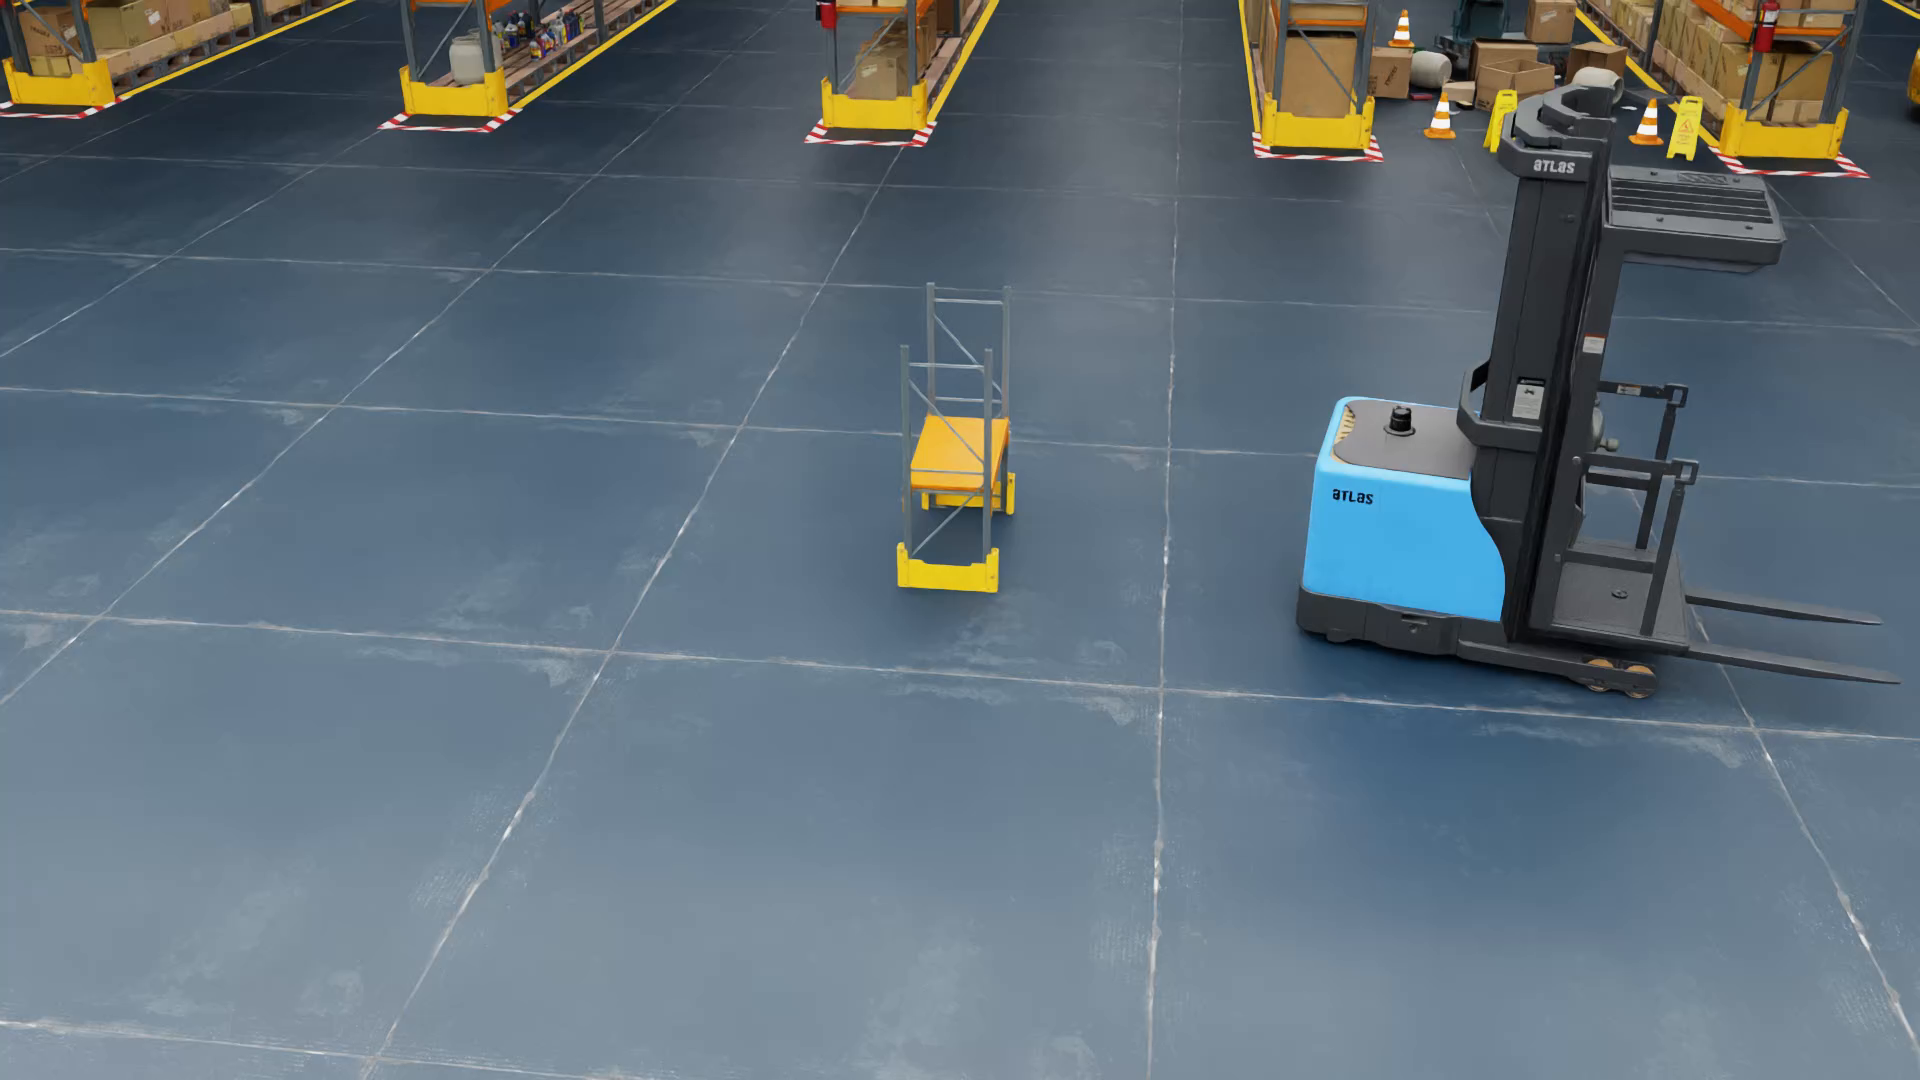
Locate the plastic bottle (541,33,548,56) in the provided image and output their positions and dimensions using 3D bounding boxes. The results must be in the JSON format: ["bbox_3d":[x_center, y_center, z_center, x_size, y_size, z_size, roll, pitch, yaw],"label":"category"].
[{"bbox_3d":[-5.326,-6.332,21.254,0.097,0.271,0.097,0,28,0],"label":"plastic bottle"}]

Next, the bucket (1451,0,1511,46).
[{"bbox_3d":[6.688,-6.632,21.247,0.726,0.611,0.620,14,21,24],"label":"bucket"}]

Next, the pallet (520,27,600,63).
[{"bbox_3d":[-5.533,-6.685,22.435,1.003,0.211,1.213,3,28,6],"label":"pallet"}]

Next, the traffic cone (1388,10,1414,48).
[{"bbox_3d":[6.079,-7.029,22.809,0.336,0.463,0.334,3,28,6],"label":"traffic cone"}]

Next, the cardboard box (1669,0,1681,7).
[{"bbox_3d":[8.926,-6.635,20.385,0.380,0.149,0.250,4,29,7],"label":"cardboard box"}]

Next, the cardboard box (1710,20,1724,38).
[{"bbox_3d":[8.703,-5.756,18.754,0.380,0.149,0.250,4,29,7],"label":"cardboard box"}]

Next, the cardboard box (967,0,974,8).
[{"bbox_3d":[-0.184,-8.068,24.236,0.700,0.500,0.500,6,29,10],"label":"cardboard box"}]

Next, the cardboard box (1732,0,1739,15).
[{"bbox_3d":[8.658,-5.802,18.122,0.380,0.149,0.250,3,28,5],"label":"cardboard box"}]

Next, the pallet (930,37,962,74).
[{"bbox_3d":[-0.541,-6.392,21.893,1.003,0.211,1.213,3,28,6],"label":"pallet"}]

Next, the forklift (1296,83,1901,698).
[{"bbox_3d":[3.445,-0.747,8.546,3.031,2.935,1.130,9,30,16],"label":"forklift"}]

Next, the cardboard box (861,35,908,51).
[{"bbox_3d":[-0.852,-5.716,19.890,0.500,0.500,0.500,11,30,19],"label":"cardboard box"}]

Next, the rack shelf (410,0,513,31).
[{"bbox_3d":[-5.655,-6.968,20.779,1.077,0.370,4.000,3,28,6],"label":"rack shelf"}]

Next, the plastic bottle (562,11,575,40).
[{"bbox_3d":[-5.226,-6.843,22.119,0.144,0.351,0.185,2,28,4],"label":"plastic bottle"}]

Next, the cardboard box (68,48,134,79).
[{"bbox_3d":[-10.529,-5.846,20.396,0.500,0.250,0.500,3,28,6],"label":"cardboard box"}]

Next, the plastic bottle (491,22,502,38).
[{"bbox_3d":[-6.018,-6.521,21.521,0.144,0.351,0.185,5,29,8],"label":"plastic bottle"}]

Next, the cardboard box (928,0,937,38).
[{"bbox_3d":[-0.583,-6.836,21.970,0.500,0.500,0.500,3,28,5],"label":"cardboard box"}]

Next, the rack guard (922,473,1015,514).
[{"bbox_3d":[0.052,-0.309,10.559,0.587,0.250,0.087,3,28,6],"label":"rack guard"}]

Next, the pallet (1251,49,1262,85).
[{"bbox_3d":[4.246,-6.021,21.204,1.003,0.211,1.213,3,28,6],"label":"pallet"}]

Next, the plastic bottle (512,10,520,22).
[{"bbox_3d":[-5.920,-6.898,22.220,0.144,0.351,0.185,4,29,8],"label":"plastic bottle"}]

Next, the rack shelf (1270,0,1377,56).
[{"bbox_3d":[4.171,-6.344,19.622,1.077,0.370,4.000,3,28,6],"label":"rack shelf"}]

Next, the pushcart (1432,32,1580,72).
[{"bbox_3d":[7.073,-6.317,21.577,1.648,0.377,0.936,-6,29,-11],"label":"pushcart"}]

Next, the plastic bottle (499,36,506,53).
[{"bbox_3d":[-5.909,-6.379,21.414,0.097,0.201,0.097,0,28,0],"label":"plastic bottle"}]

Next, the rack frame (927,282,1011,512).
[{"bbox_3d":[0.052,-0.859,10.264,0.500,1.500,0.032,3,28,6],"label":"rack frame"}]

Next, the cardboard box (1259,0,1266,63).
[{"bbox_3d":[4.270,-6.560,21.061,0.875,0.875,0.875,4,29,7],"label":"cardboard box"}]

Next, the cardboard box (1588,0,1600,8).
[{"bbox_3d":[9.752,-8.008,24.279,0.950,0.372,0.625,1,28,3],"label":"cardboard box"}]

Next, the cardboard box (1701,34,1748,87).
[{"bbox_3d":[8.751,-5.422,18.817,0.500,0.500,0.500,4,29,8],"label":"cardboard box"}]

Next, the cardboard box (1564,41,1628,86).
[{"bbox_3d":[7.860,-5.837,20.556,0.500,0.500,0.500,-24,36,-37],"label":"cardboard box"}]

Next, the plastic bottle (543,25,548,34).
[{"bbox_3d":[-5.395,-6.591,21.722,0.061,0.283,0.133,3,28,6],"label":"plastic bottle"}]

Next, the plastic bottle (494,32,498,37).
[{"bbox_3d":[-5.946,-6.342,21.259,0.061,0.283,0.133,3,28,6],"label":"plastic bottle"}]

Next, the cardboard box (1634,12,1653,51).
[{"bbox_3d":[9.403,-6.637,21.735,0.950,0.372,0.625,4,29,7],"label":"cardboard box"}]

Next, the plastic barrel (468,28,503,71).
[{"bbox_3d":[-5.833,-5.983,20.373,0.421,0.512,0.421,0,28,0],"label":"plastic barrel"}]

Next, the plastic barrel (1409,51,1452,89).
[{"bbox_3d":[5.800,-5.845,20.653,0.421,0.421,0.512,-24,36,-37],"label":"plastic barrel"}]

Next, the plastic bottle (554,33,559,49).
[{"bbox_3d":[-5.277,-6.492,21.624,0.097,0.201,0.097,0,28,0],"label":"plastic bottle"}]

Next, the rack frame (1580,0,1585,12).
[{"bbox_3d":[9.832,-9.245,24.248,1.000,3.000,0.127,3,28,6],"label":"rack frame"}]

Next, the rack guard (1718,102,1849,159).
[{"bbox_3d":[8.861,-4.415,17.917,1.175,0.500,0.348,3,28,6],"label":"rack guard"}]

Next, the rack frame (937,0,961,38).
[{"bbox_3d":[-0.494,-7.938,21.822,1.000,3.000,0.127,3,28,6],"label":"rack frame"}]

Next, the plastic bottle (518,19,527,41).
[{"bbox_3d":[-5.818,-6.787,22.099,0.097,0.271,0.097,0,28,0],"label":"plastic bottle"}]

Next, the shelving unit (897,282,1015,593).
[{"bbox_3d":[-0.009,-0.624,9.828,0.587,1.500,1.083,3,28,6],"label":"shelving unit"}]

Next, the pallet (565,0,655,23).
[{"bbox_3d":[-5.205,-7.946,24.777,1.003,0.211,1.213,3,28,6],"label":"pallet"}]

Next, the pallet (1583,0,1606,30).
[{"bbox_3d":[9.734,-7.650,24.227,1.003,0.211,1.213,3,28,6],"label":"pallet"}]

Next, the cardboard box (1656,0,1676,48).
[{"bbox_3d":[9.001,-6.405,20.641,0.500,0.500,0.500,5,29,9],"label":"cardboard box"}]

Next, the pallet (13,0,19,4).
[{"bbox_3d":[-15.001,-8.516,25.836,1.003,0.211,1.213,3,28,6],"label":"pallet"}]

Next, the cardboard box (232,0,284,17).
[{"bbox_3d":[-10.030,-7.665,23.772,0.500,0.250,0.500,3,28,5],"label":"cardboard box"}]

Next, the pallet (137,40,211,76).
[{"bbox_3d":[-10.611,-6.340,21.796,1.003,0.211,1.213,3,28,6],"label":"pallet"}]

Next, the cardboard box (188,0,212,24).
[{"bbox_3d":[-10.295,-7.119,21.967,0.500,0.500,0.500,3,28,6],"label":"cardboard box"}]

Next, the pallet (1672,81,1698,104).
[{"bbox_3d":[9.147,-5.240,19.755,1.003,0.211,1.213,3,28,6],"label":"pallet"}]

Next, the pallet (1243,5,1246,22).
[{"bbox_3d":[4.735,-7.891,24.674,1.003,0.211,1.213,3,28,6],"label":"pallet"}]

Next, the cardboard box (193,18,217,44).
[{"bbox_3d":[-10.283,-6.788,22.143,0.500,0.250,0.500,3,28,6],"label":"cardboard box"}]

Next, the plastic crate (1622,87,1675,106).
[{"bbox_3d":[8.335,-5.385,20.162,0.402,0.080,0.583,-6,29,-11],"label":"plastic crate"}]

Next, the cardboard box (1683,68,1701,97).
[{"bbox_3d":[8.813,-5.340,19.455,0.500,0.250,0.500,2,28,4],"label":"cardboard box"}]
